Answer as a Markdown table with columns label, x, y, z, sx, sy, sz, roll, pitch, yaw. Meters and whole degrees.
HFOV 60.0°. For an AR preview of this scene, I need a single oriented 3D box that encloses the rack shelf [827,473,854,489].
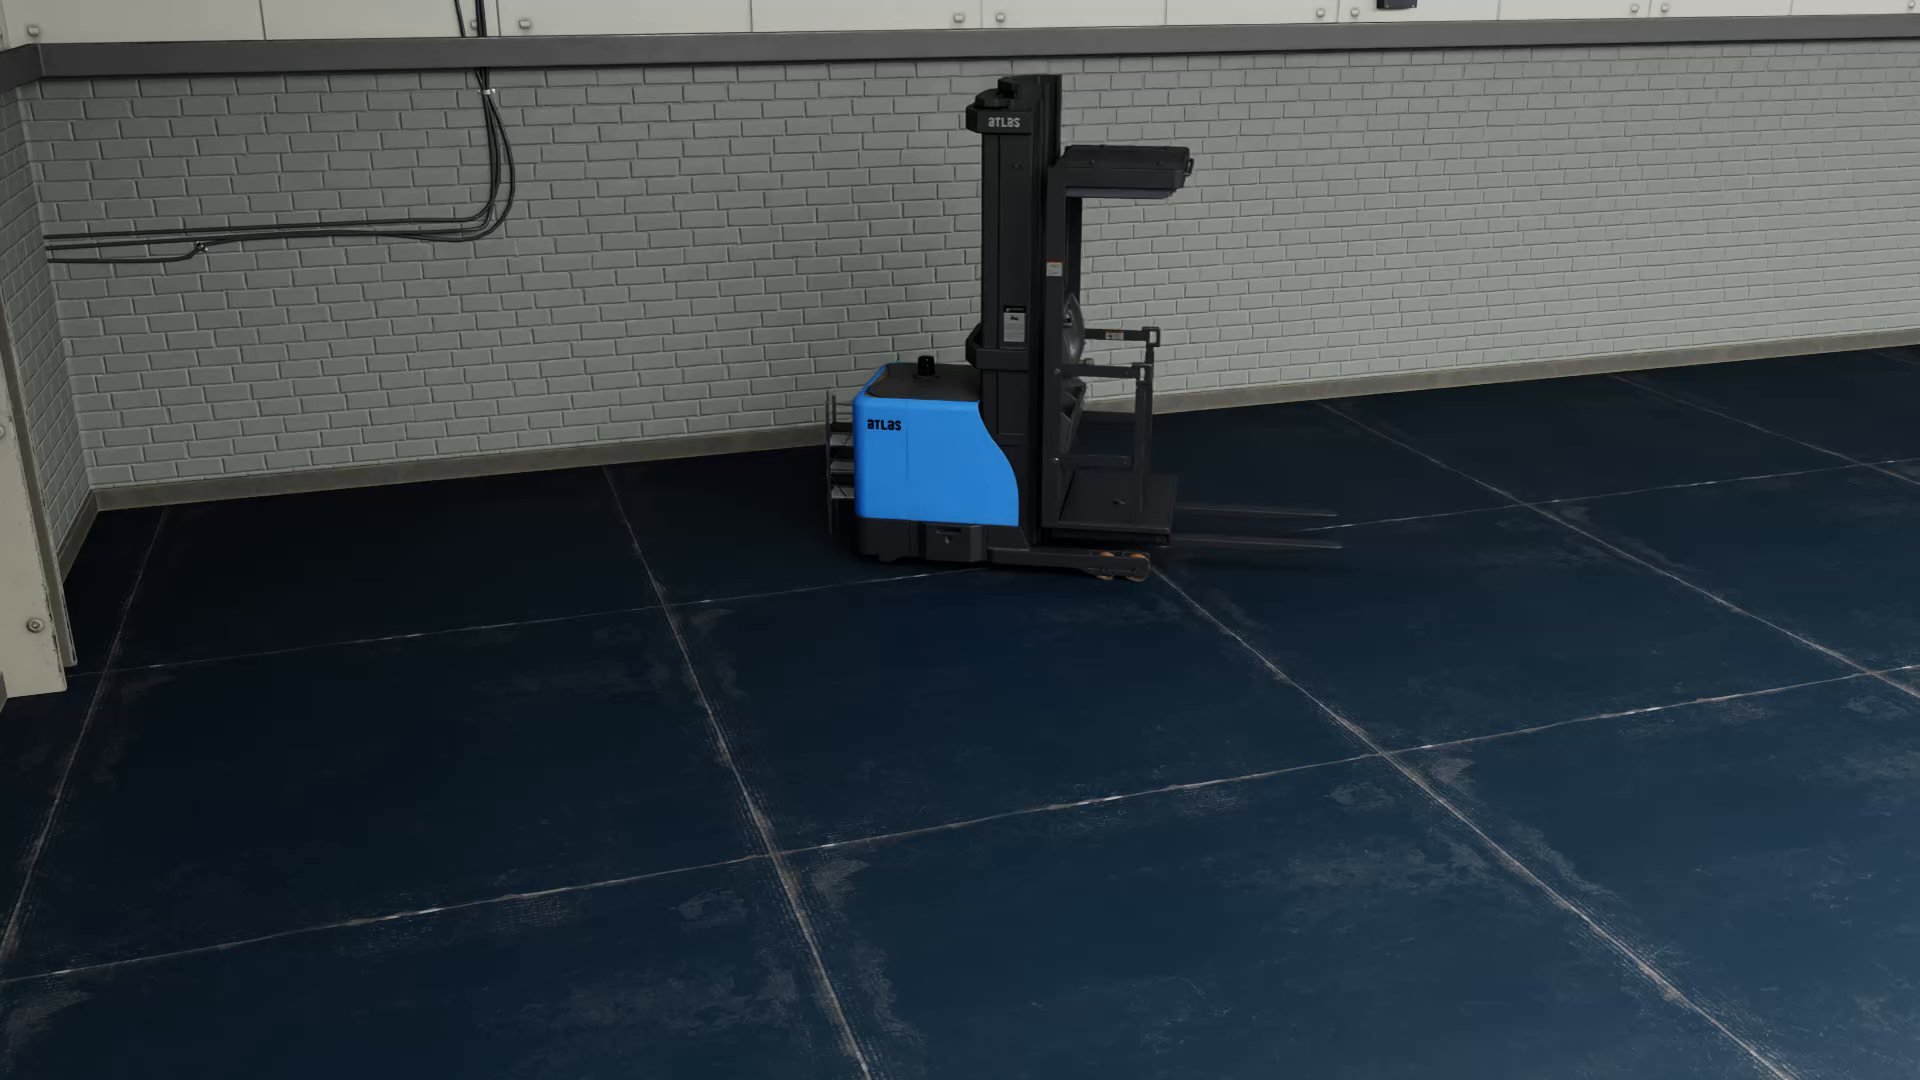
| label | x | y | z | sx | sy | sz | roll | pitch | yaw |
| --- | --- | --- | --- | --- | --- | --- | --- | --- | --- |
| rack shelf | -0.733 | -0.371 | 10.982 | 0.258 | 0.077 | 0.200 | 3 | 20 | 8 |

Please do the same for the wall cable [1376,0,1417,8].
| label | x | y | z | sx | sy | sz | roll | pitch | yaw |
| --- | --- | --- | --- | --- | --- | --- | --- | --- | --- |
| wall cable | 4.448 | -7.182 | 12.570 | 2.305 | 6.003 | 0.169 | -6 | 21 | -17 |

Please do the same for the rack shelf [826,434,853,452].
| label | x | y | z | sx | sy | sz | roll | pitch | yaw |
| --- | --- | --- | --- | --- | --- | --- | --- | --- | --- |
| rack shelf | -0.733 | -0.625 | 10.891 | 0.258 | 0.077 | 0.200 | 3 | 20 | 8 |

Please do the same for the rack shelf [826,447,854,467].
| label | x | y | z | sx | sy | sz | roll | pitch | yaw |
| --- | --- | --- | --- | --- | --- | --- | --- | --- | --- |
| rack shelf | -0.733 | -0.540 | 10.921 | 0.258 | 0.077 | 0.200 | 3 | 20 | 8 |

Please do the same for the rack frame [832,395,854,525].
| label | x | y | z | sx | sy | sz | roll | pitch | yaw |
| --- | --- | --- | --- | --- | --- | --- | --- | --- | --- |
| rack frame | -0.719 | -0.521 | 11.035 | 0.240 | 0.900 | 0.006 | 3 | 20 | 8 |

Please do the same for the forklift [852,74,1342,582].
| label | x | y | z | sx | sy | sz | roll | pitch | yaw |
| --- | --- | --- | --- | --- | --- | --- | --- | --- | --- |
| forklift | 0.888 | -1.318 | 10.251 | 3.031 | 2.935 | 1.130 | 3 | 20 | 9 |

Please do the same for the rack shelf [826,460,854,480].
| label | x | y | z | sx | sy | sz | roll | pitch | yaw |
| --- | --- | --- | --- | --- | --- | --- | --- | --- | --- |
| rack shelf | -0.733 | -0.455 | 10.951 | 0.258 | 0.077 | 0.200 | 3 | 20 | 8 |

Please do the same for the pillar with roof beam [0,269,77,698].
| label | x | y | z | sx | sy | sz | roll | pitch | yaw |
| --- | --- | --- | --- | --- | --- | --- | --- | --- | --- |
| pillar with roof beam | -0.811 | -3.950 | 8.601 | 9.100 | 9.000 | 0.400 | -6 | 21 | -17 |

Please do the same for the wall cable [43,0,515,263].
| label | x | y | z | sx | sy | sz | roll | pitch | yaw |
| --- | --- | --- | --- | --- | --- | --- | --- | --- | --- |
| wall cable | -4.569 | -3.117 | 10.876 | 3.097 | 2.526 | 0.112 | -6 | 21 | -17 |

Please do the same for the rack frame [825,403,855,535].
| label | x | y | z | sx | sy | sz | roll | pitch | yaw |
| --- | --- | --- | --- | --- | --- | --- | --- | --- | --- |
| rack frame | -0.747 | -0.453 | 10.845 | 0.240 | 0.900 | 0.006 | 3 | 20 | 8 |

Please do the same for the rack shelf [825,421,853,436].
| label | x | y | z | sx | sy | sz | roll | pitch | yaw |
| --- | --- | --- | --- | --- | --- | --- | --- | --- | --- |
| rack shelf | -0.733 | -0.709 | 10.860 | 0.258 | 0.077 | 0.200 | 3 | 20 | 8 |

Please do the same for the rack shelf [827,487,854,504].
| label | x | y | z | sx | sy | sz | roll | pitch | yaw |
| --- | --- | --- | --- | --- | --- | --- | --- | --- | --- |
| rack shelf | -0.733 | -0.286 | 11.012 | 0.258 | 0.077 | 0.200 | 3 | 20 | 8 |

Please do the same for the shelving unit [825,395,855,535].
| label | x | y | z | sx | sy | sz | roll | pitch | yaw |
| --- | --- | --- | --- | --- | --- | --- | --- | --- | --- |
| shelving unit | -0.733 | -0.487 | 10.940 | 0.258 | 0.900 | 0.210 | 3 | 20 | 8 |
